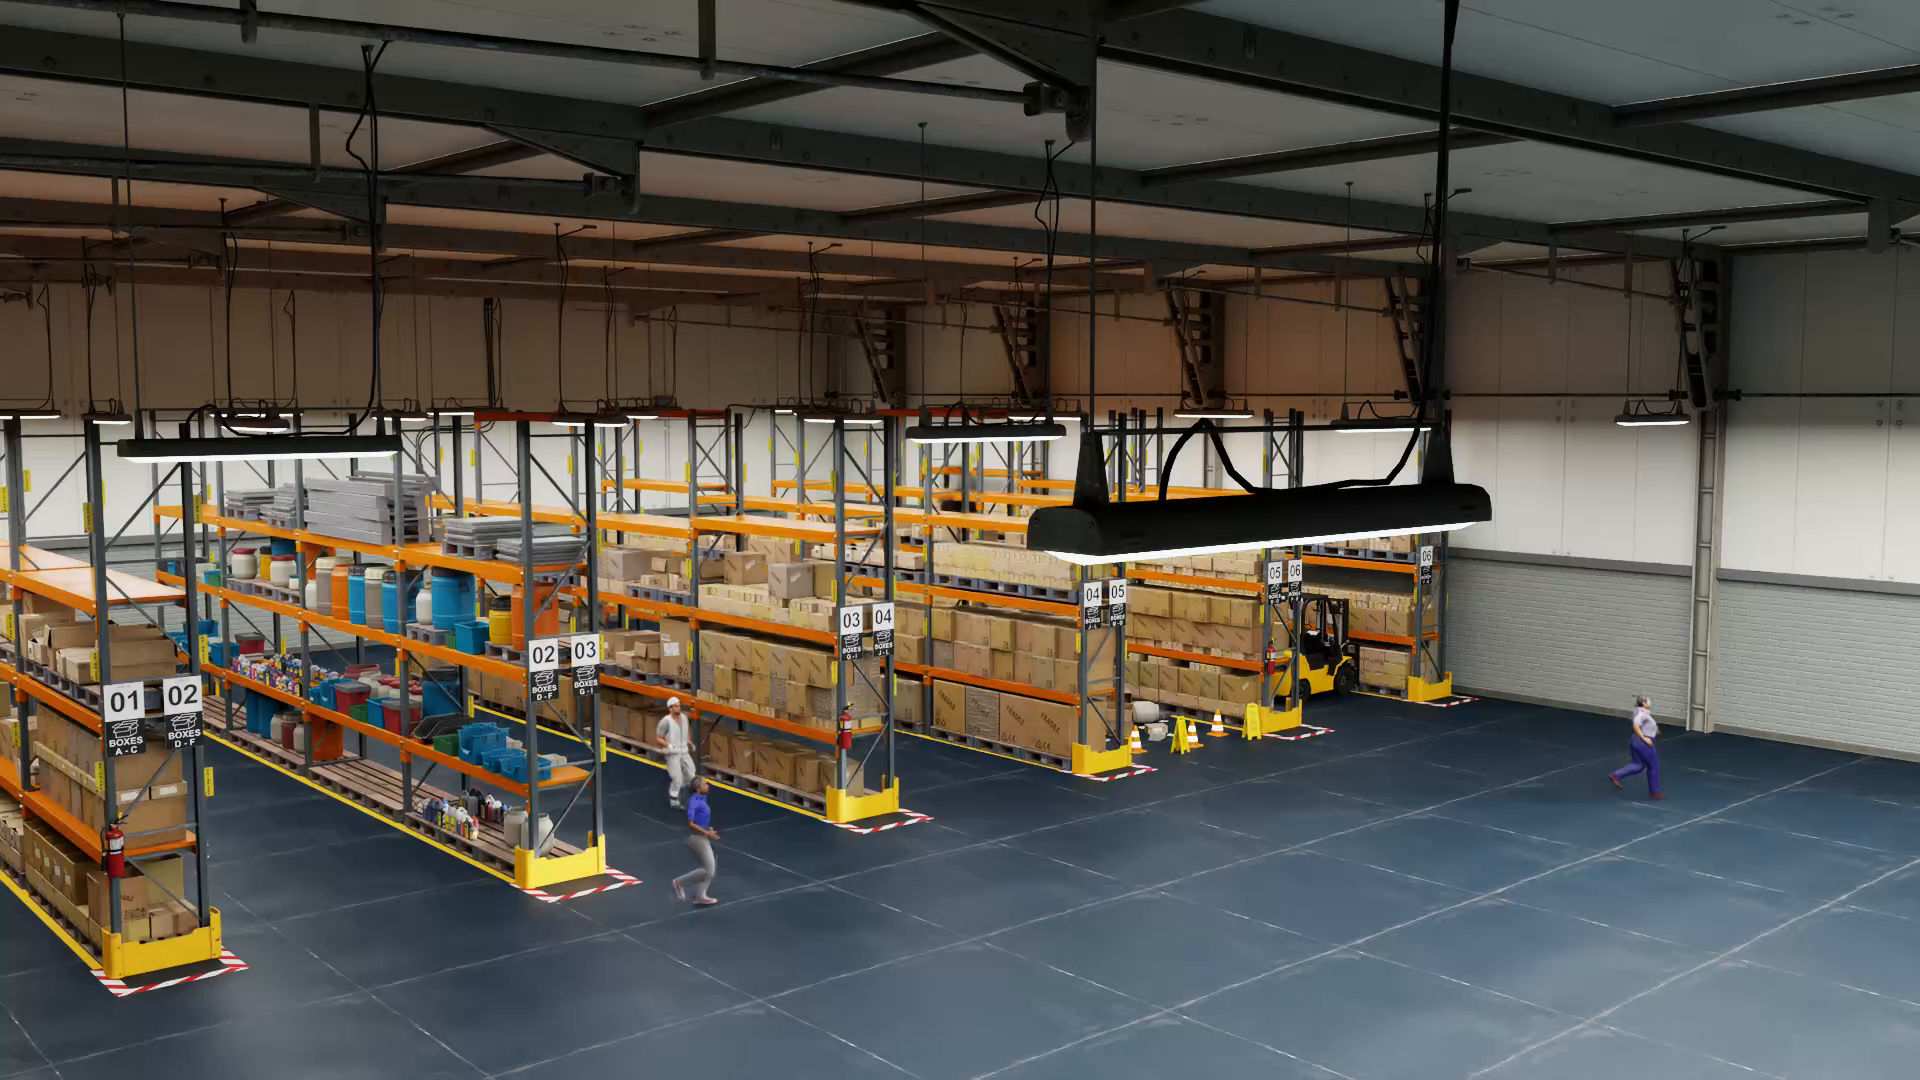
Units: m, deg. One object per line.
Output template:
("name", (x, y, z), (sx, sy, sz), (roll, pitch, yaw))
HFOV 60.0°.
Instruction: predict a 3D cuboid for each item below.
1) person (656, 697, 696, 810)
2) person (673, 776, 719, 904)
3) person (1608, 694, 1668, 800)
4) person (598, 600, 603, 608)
("person", (-4.293, 3.242, 25.243), (0.581, 1.742, 0.632), (5, 7, 44))
("person", (-3.272, 3.716, 20.580), (0.573, 1.602, 0.572), (-1, 5, -8))
("person", (10.664, 3.237, 26.058), (0.869, 1.654, 0.607), (0, 5, 5))
("person", (-8.910, 1.935, 41.128), (0.584, 1.560, 0.669), (-2, 6, -26))
